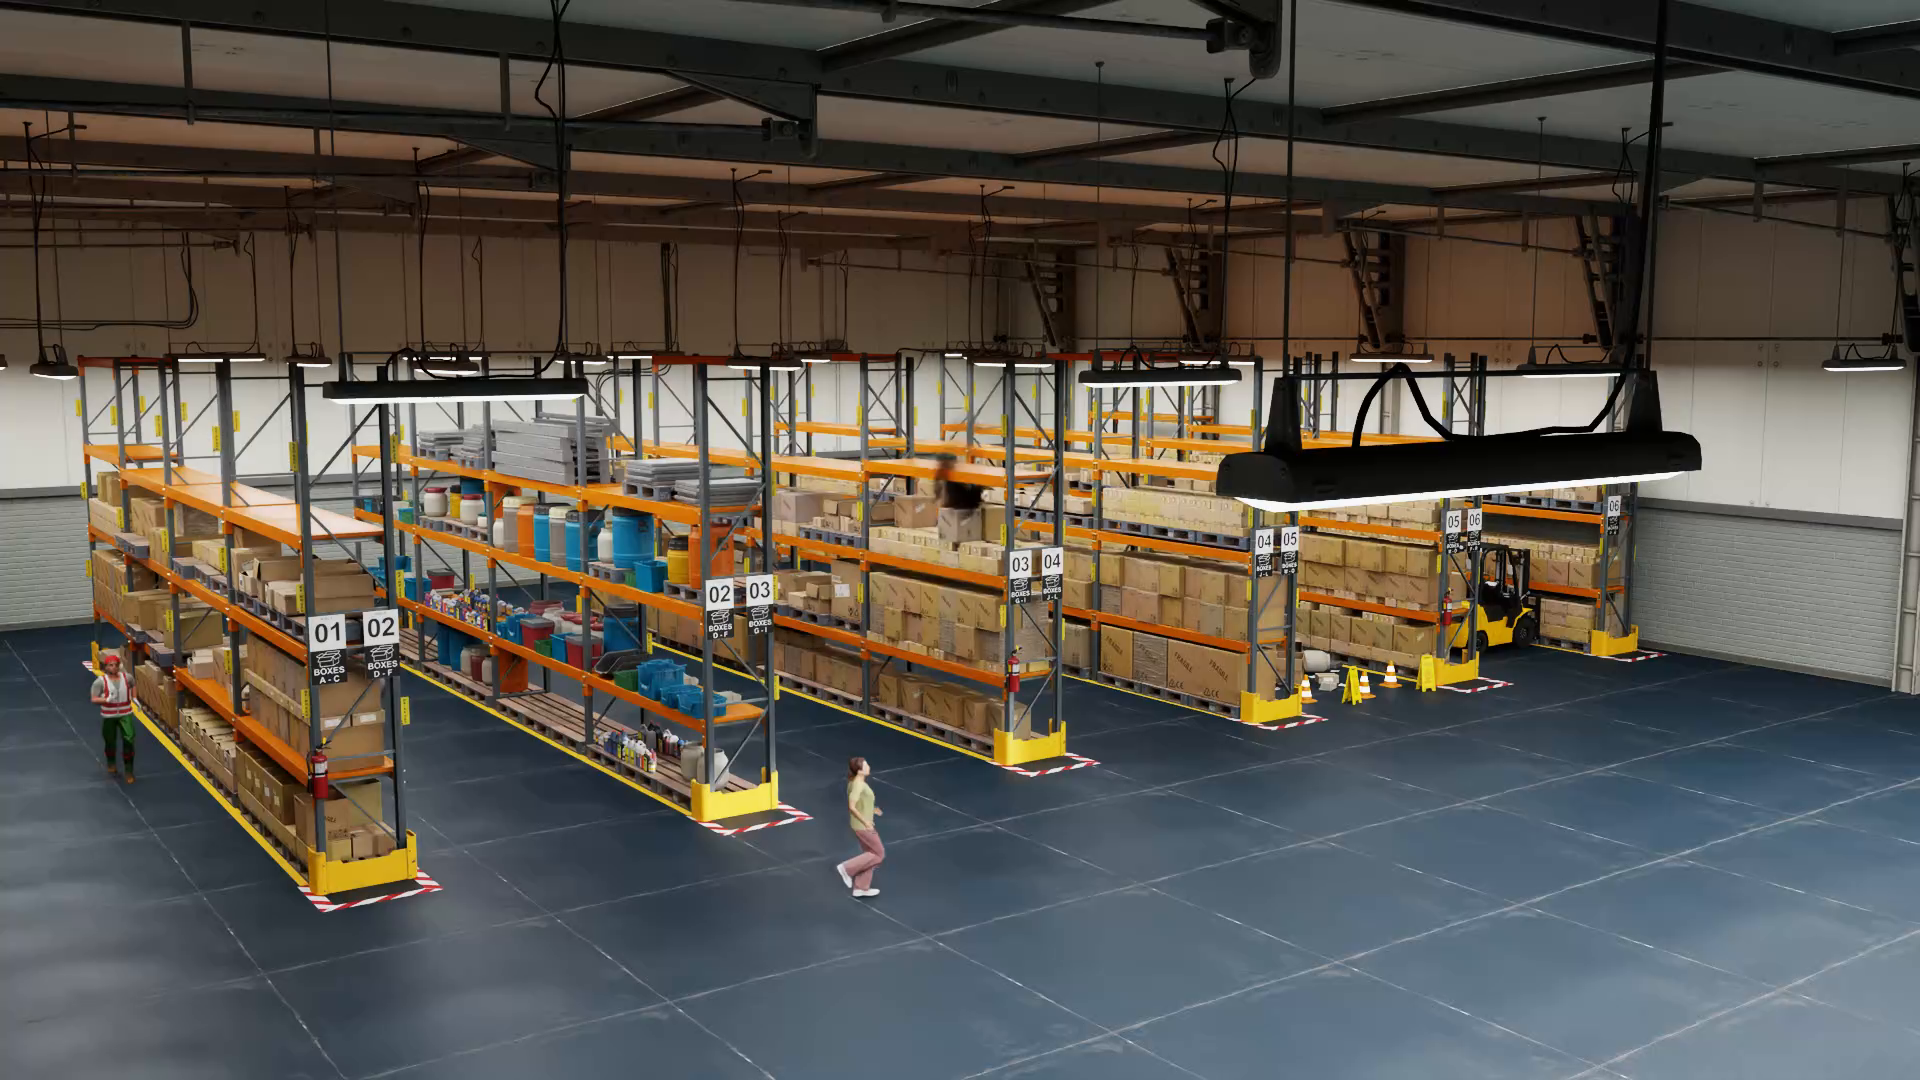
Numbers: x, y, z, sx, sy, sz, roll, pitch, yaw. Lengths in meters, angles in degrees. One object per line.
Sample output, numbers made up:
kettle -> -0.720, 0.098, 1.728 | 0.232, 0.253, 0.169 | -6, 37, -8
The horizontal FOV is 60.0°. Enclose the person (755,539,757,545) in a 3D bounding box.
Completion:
person -> -4.856, 0.781, 38.815 | 0.661, 1.733, 0.615 | -5, 8, -34

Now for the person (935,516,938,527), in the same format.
person -> -0.688, 0.080, 44.858 | 0.672, 1.709, 0.816 | -4, 8, -32

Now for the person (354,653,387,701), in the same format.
person -> -9.850, 2.134, 27.831 | 0.548, 1.703, 0.681 | -6, 9, -40

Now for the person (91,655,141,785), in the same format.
person -> -12.083, 2.553, 23.840 | 0.648, 1.845, 0.799 | -5, 8, -33

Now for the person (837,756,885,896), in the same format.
person -> -1.136, 3.248, 18.870 | 0.558, 1.620, 0.580 | -1, 7, -12
